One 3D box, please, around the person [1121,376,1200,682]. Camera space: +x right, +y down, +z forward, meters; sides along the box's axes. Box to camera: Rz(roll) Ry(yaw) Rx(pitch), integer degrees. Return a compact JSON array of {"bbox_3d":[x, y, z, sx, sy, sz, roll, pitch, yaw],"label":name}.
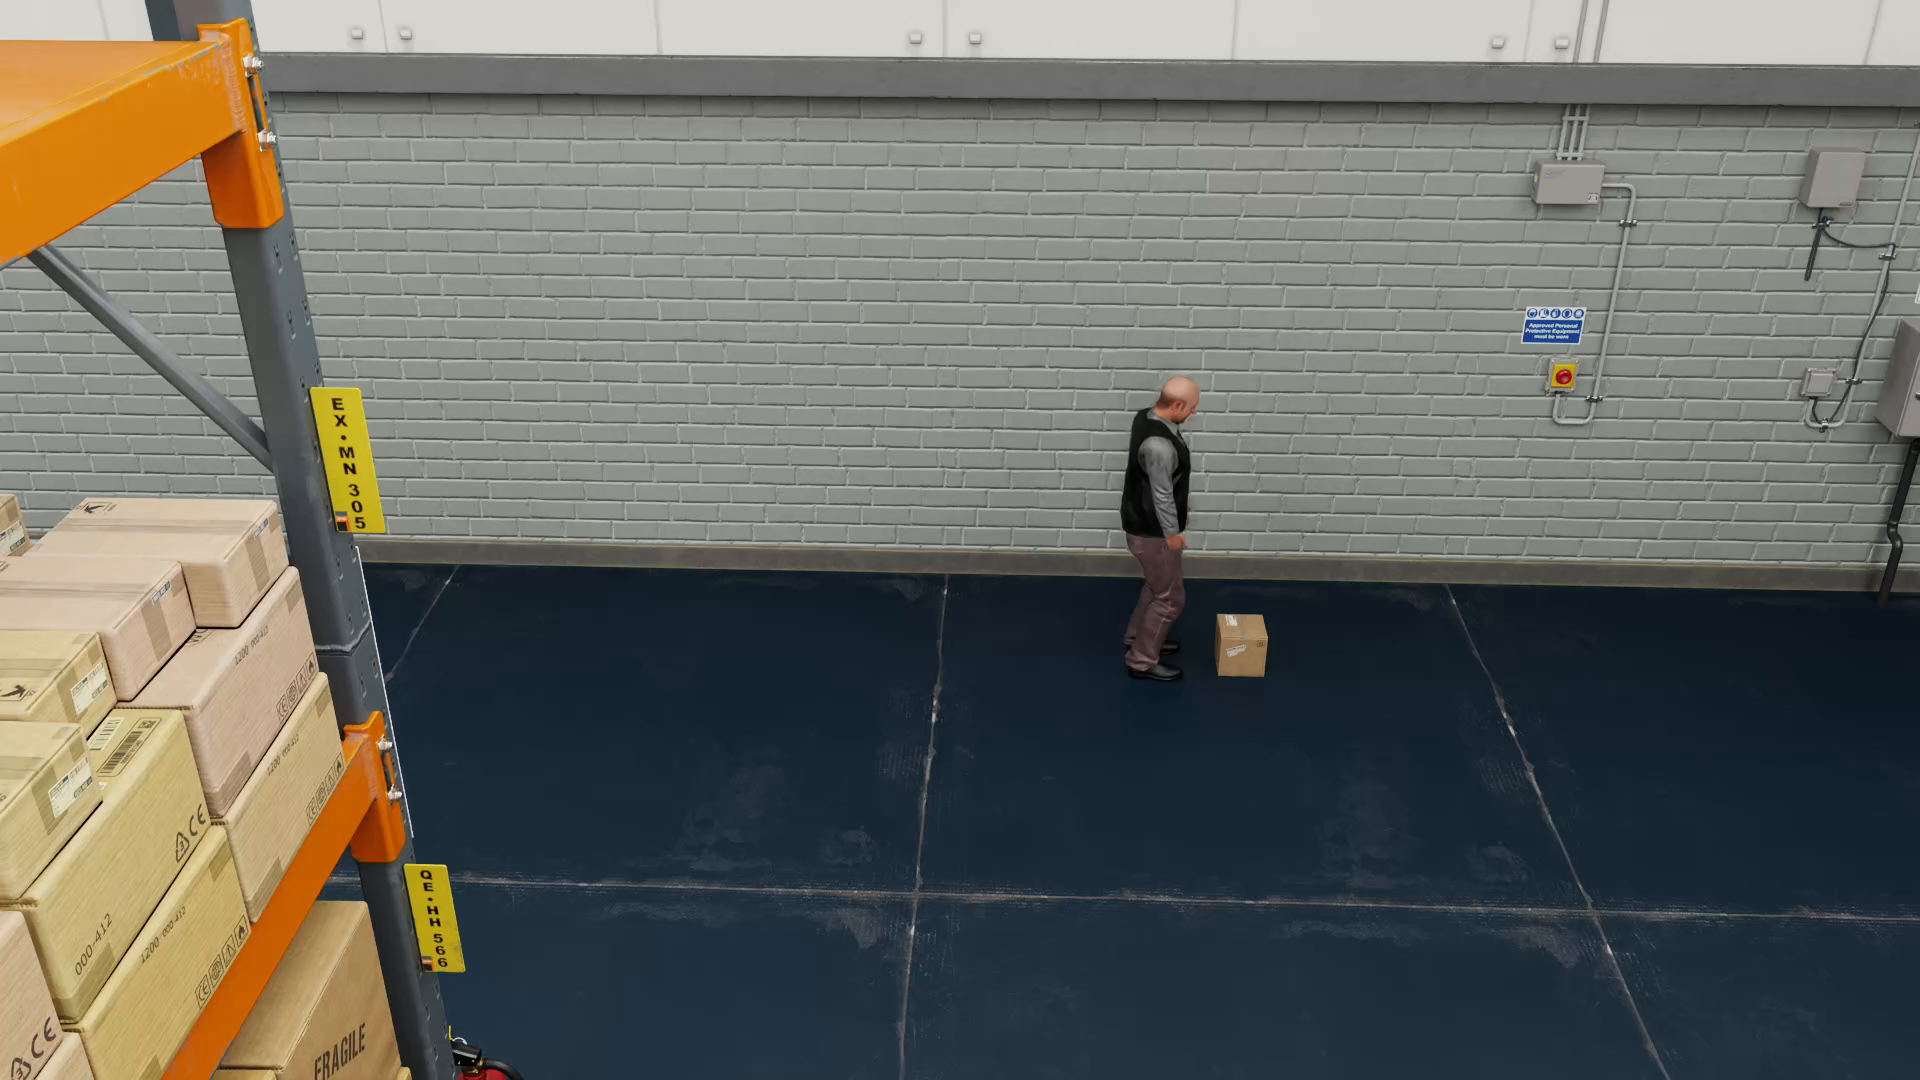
[{"bbox_3d":[1.048,-0.080,8.841,0.390,1.692,0.549,2,28,3],"label":"person"}]
